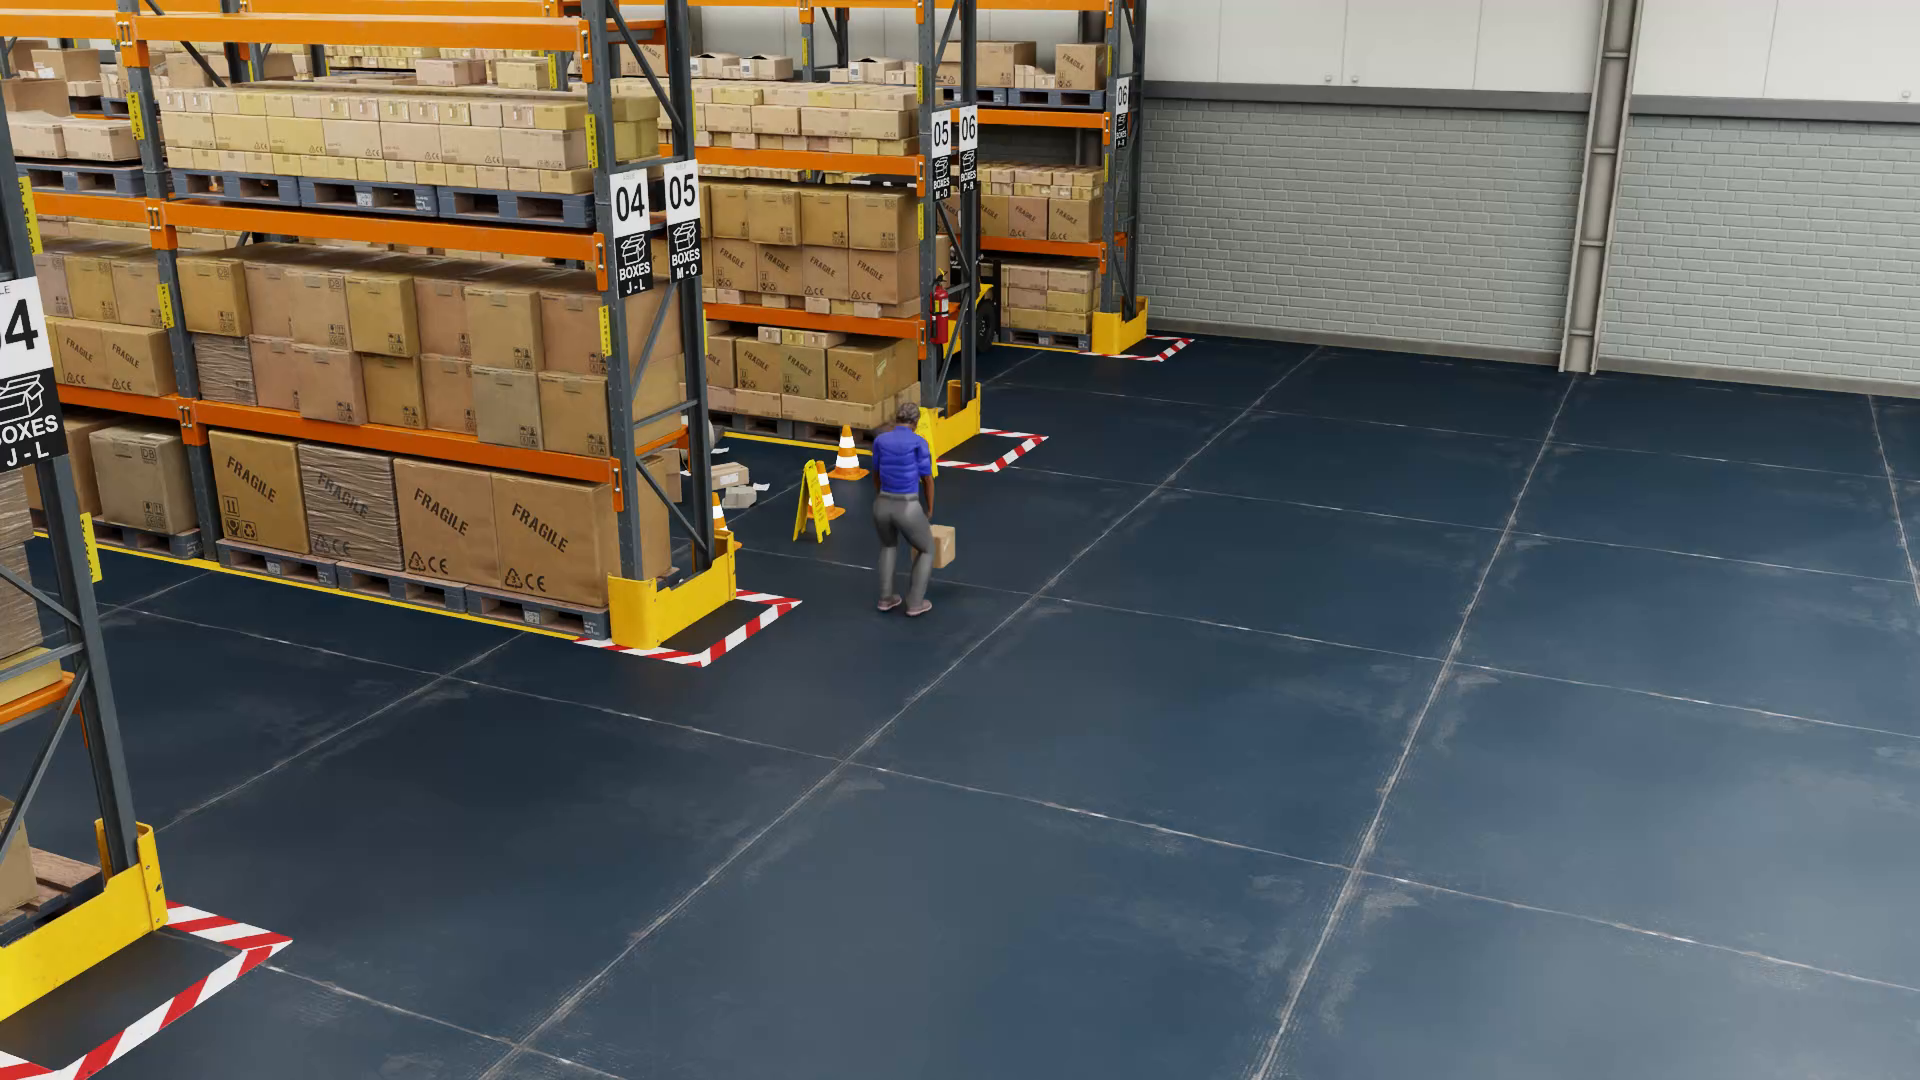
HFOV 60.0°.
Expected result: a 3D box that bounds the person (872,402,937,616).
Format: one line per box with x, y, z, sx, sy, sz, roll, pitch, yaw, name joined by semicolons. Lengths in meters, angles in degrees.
-0.428;-0.216;11.944;0.484;1.507;0.513;9;21;24;person
